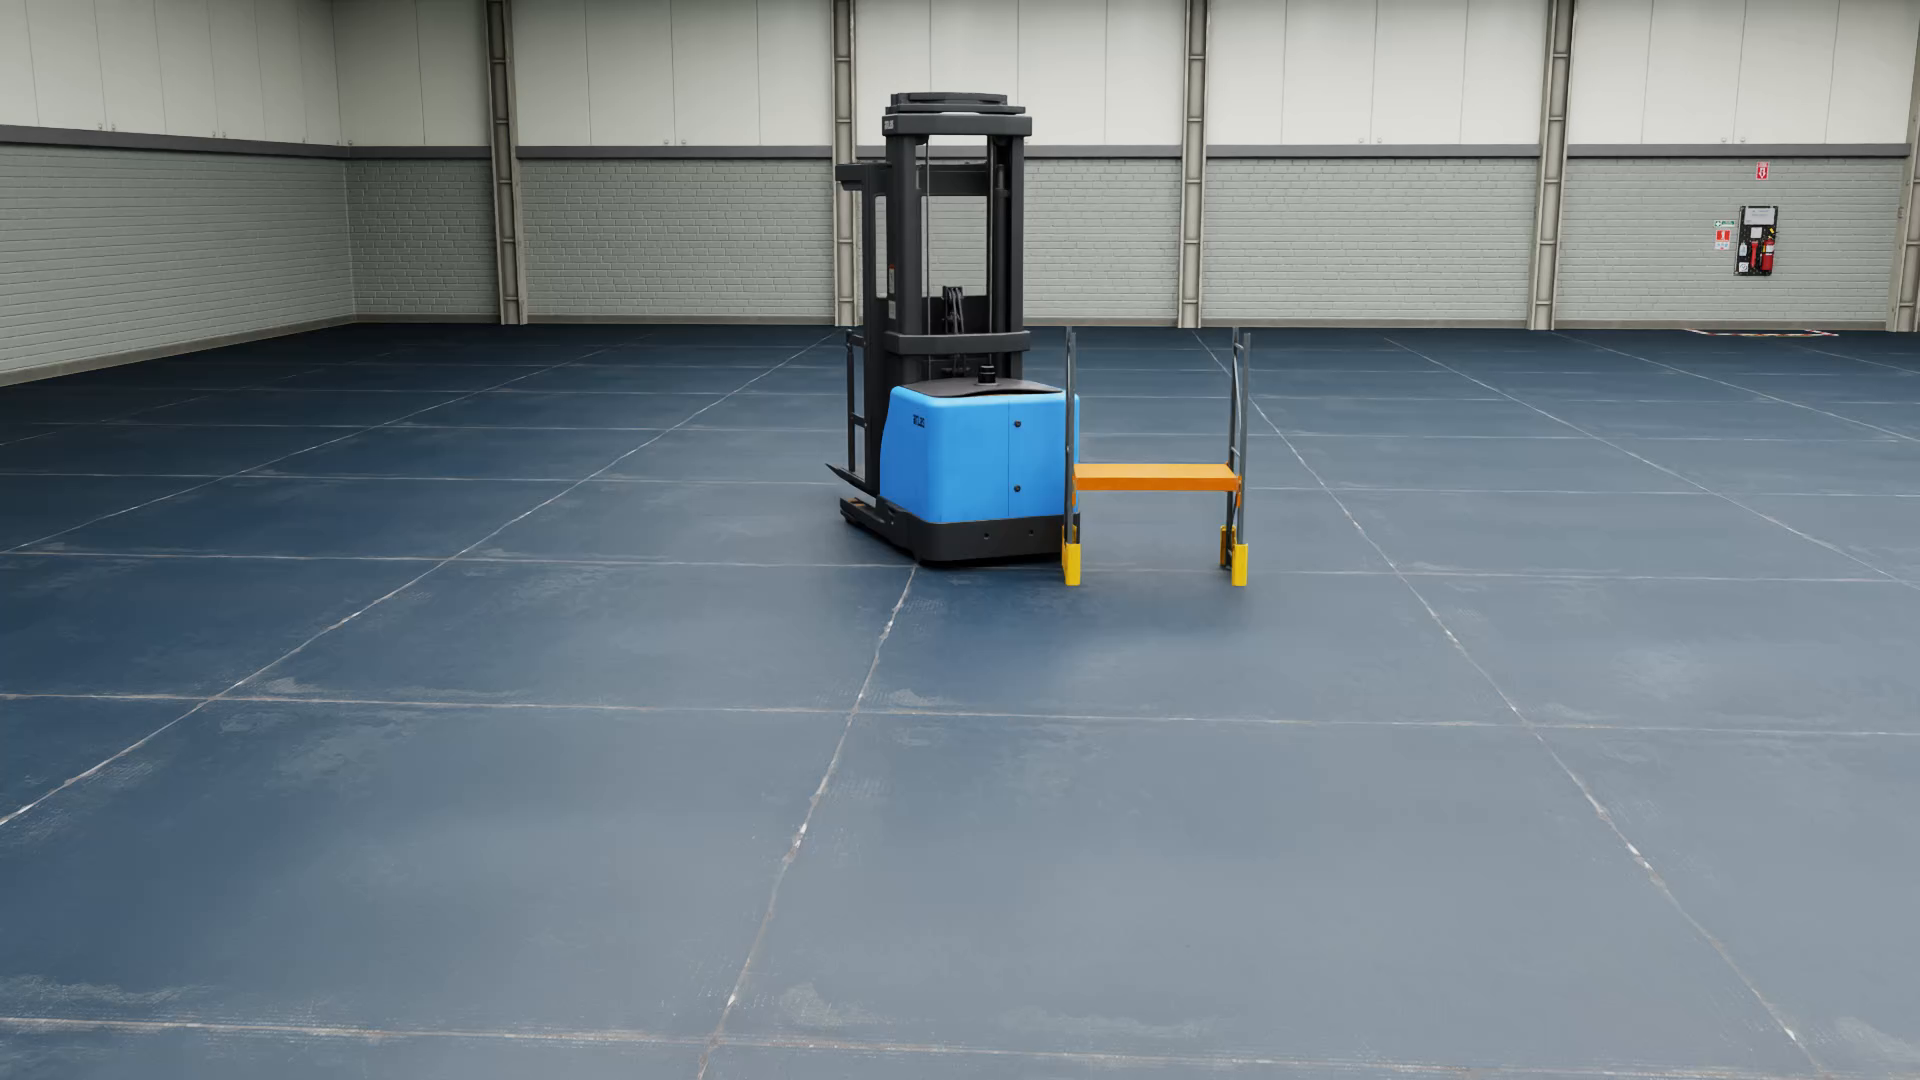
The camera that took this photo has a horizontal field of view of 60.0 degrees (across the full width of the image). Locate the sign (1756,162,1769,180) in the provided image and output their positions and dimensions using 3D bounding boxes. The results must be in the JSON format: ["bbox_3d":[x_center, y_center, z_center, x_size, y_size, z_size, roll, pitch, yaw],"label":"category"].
[{"bbox_3d":[13.502,-6.212,27.975,0.199,0.298,0.001,1,12,4],"label":"sign"}]

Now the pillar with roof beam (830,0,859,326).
[{"bbox_3d":[-2.281,-7.318,24.274,0.400,9.000,9.100,1,12,4],"label":"pillar with roof beam"}]

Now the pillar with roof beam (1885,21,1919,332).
[{"bbox_3d":[15.679,-7.072,23.097,0.400,9.000,9.100,1,12,4],"label":"pillar with roof beam"}]

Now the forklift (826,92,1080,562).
[{"bbox_3d":[-0.214,-1.555,11.541,1.130,2.935,3.031,-4,13,-20],"label":"forklift"}]

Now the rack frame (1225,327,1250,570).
[{"bbox_3d":[1.680,-0.519,10.084,0.032,1.500,0.500,0,12,1],"label":"rack frame"}]

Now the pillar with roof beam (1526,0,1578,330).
[{"bbox_3d":[9.692,-7.154,23.490,0.400,9.000,9.100,1,12,4],"label":"pillar with roof beam"}]

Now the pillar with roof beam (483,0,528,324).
[{"bbox_3d":[-8.268,-7.400,24.667,0.400,9.000,9.100,1,12,4],"label":"pillar with roof beam"}]

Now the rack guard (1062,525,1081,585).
[{"bbox_3d":[0.683,0.090,10.228,0.087,0.250,0.587,0,12,1],"label":"rack guard"}]

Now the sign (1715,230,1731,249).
[{"bbox_3d":[12.958,-5.103,28.248,0.234,0.329,0.001,1,12,4],"label":"sign"}]

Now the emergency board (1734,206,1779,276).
[{"bbox_3d":[13.503,-5.056,28.115,0.643,1.169,0.194,1,12,4],"label":"emergency board"}]

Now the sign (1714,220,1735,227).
[{"bbox_3d":[12.962,-5.360,28.185,0.331,0.109,0.001,1,12,4],"label":"sign"}]

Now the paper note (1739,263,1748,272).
[{"bbox_3d":[13.331,-4.642,28.284,0.142,0.148,0.016,1,12,4],"label":"paper note"}]

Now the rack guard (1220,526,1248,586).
[{"bbox_3d":[1.679,0.093,10.212,0.087,0.250,0.587,0,12,1],"label":"rack guard"}]

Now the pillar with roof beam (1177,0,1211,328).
[{"bbox_3d":[3.705,-7.236,23.882,0.400,9.000,9.100,1,12,4],"label":"pillar with roof beam"}]

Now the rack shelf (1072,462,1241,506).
[{"bbox_3d":[1.172,-0.344,10.129,1.000,0.185,0.538,0,12,1],"label":"rack shelf"}]

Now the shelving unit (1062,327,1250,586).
[{"bbox_3d":[1.181,-0.520,10.092,1.083,1.500,0.587,0,12,1],"label":"shelving unit"}]

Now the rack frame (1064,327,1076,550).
[{"bbox_3d":[0.664,-0.522,10.100,0.032,1.500,0.500,0,12,1],"label":"rack frame"}]
